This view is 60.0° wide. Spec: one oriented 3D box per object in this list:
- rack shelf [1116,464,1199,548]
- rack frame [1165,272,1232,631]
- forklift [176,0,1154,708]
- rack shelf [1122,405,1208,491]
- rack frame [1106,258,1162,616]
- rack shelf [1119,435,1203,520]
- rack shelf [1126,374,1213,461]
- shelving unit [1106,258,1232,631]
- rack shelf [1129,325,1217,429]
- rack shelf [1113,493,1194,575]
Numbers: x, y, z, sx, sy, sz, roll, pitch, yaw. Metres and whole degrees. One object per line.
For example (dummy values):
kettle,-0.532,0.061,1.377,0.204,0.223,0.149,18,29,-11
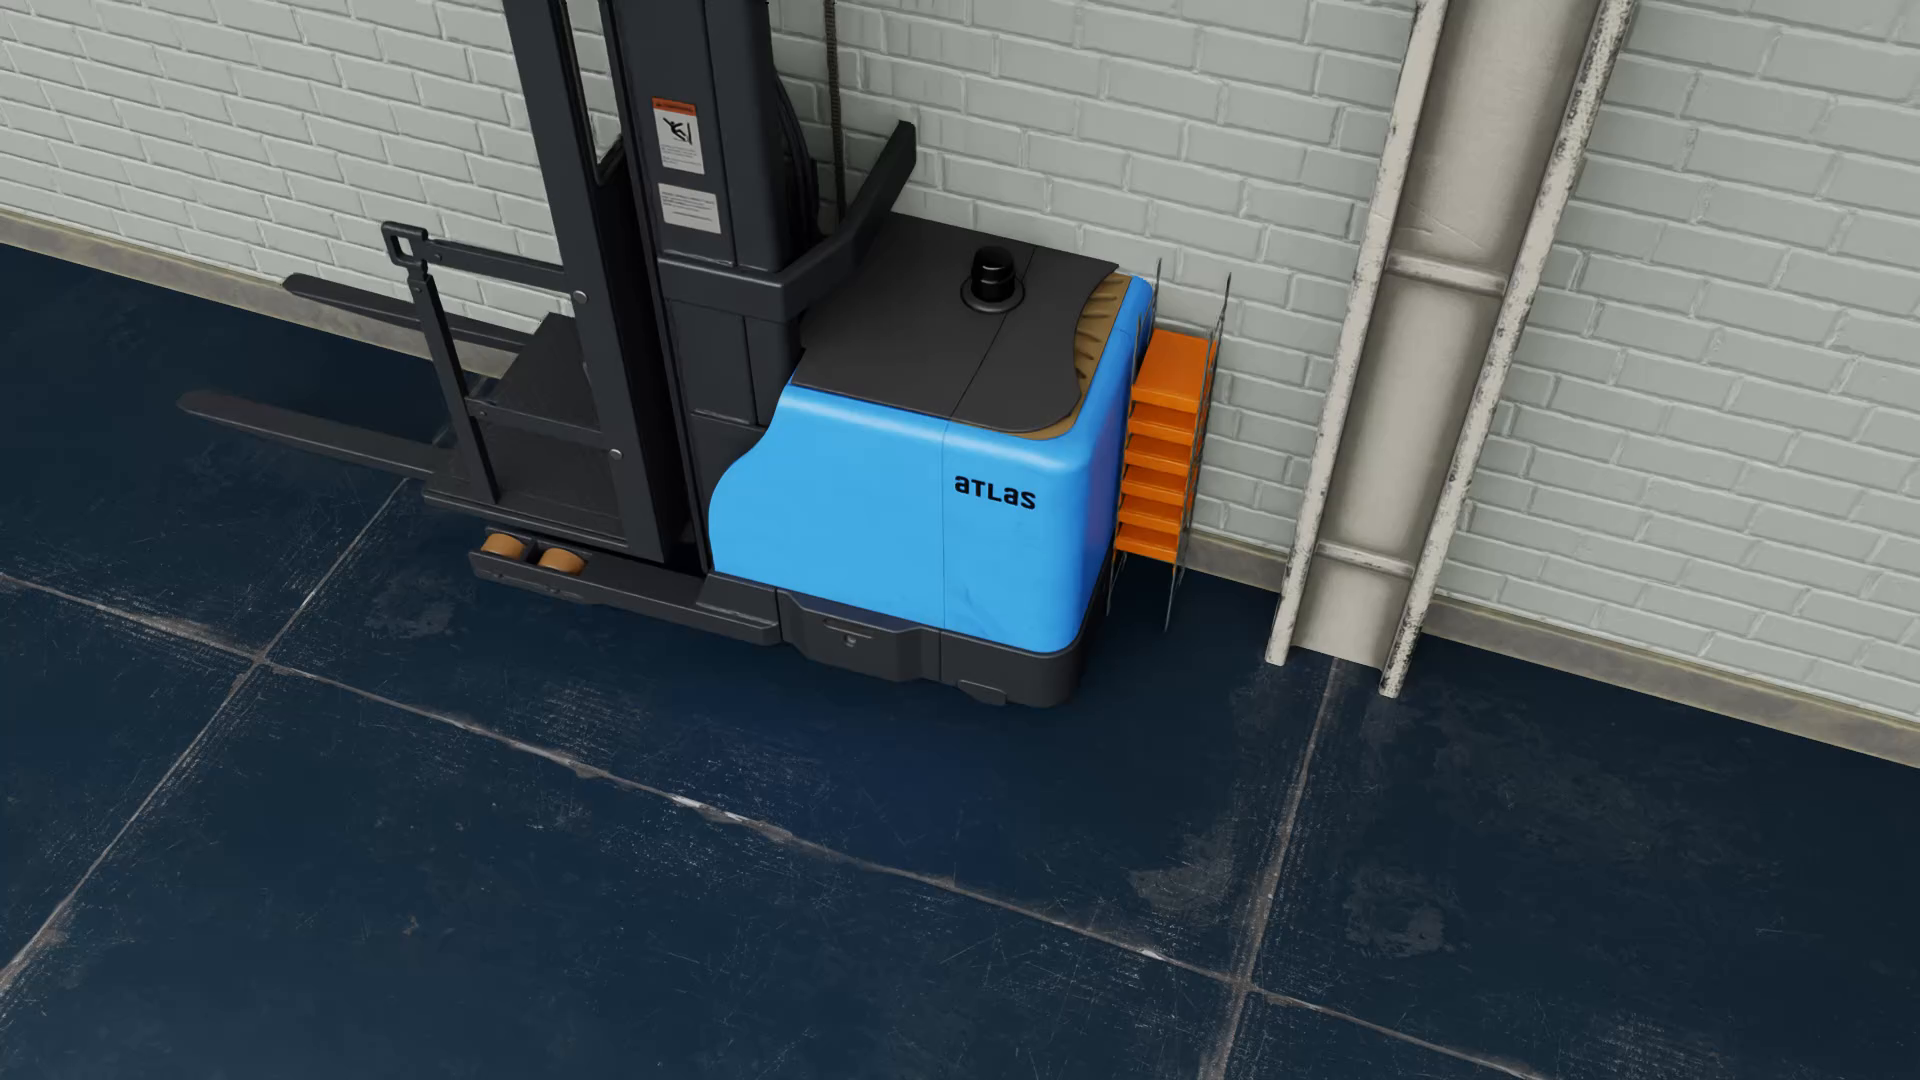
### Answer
rack shelf,0.569,-0.120,4.777,0.180,0.103,0.258,14,50,12
rack frame,0.657,-0.206,4.635,0.006,1.200,0.240,14,50,12
forklift,-0.977,-1.141,4.299,3.031,2.935,1.130,14,50,12
rack shelf,0.570,-0.277,4.596,0.180,0.103,0.258,14,50,12
rack frame,0.482,-0.249,4.672,0.006,1.200,0.240,14,50,12
rack shelf,0.570,-0.198,4.687,0.180,0.103,0.258,14,50,12
rack shelf,0.570,-0.356,4.505,0.180,0.103,0.258,14,50,12
shelving unit,0.570,-0.227,4.653,0.189,1.200,0.258,14,50,12
rack shelf,0.570,-0.434,4.415,0.180,0.103,0.258,14,50,12
rack shelf,0.569,-0.041,4.868,0.180,0.103,0.258,14,50,12
